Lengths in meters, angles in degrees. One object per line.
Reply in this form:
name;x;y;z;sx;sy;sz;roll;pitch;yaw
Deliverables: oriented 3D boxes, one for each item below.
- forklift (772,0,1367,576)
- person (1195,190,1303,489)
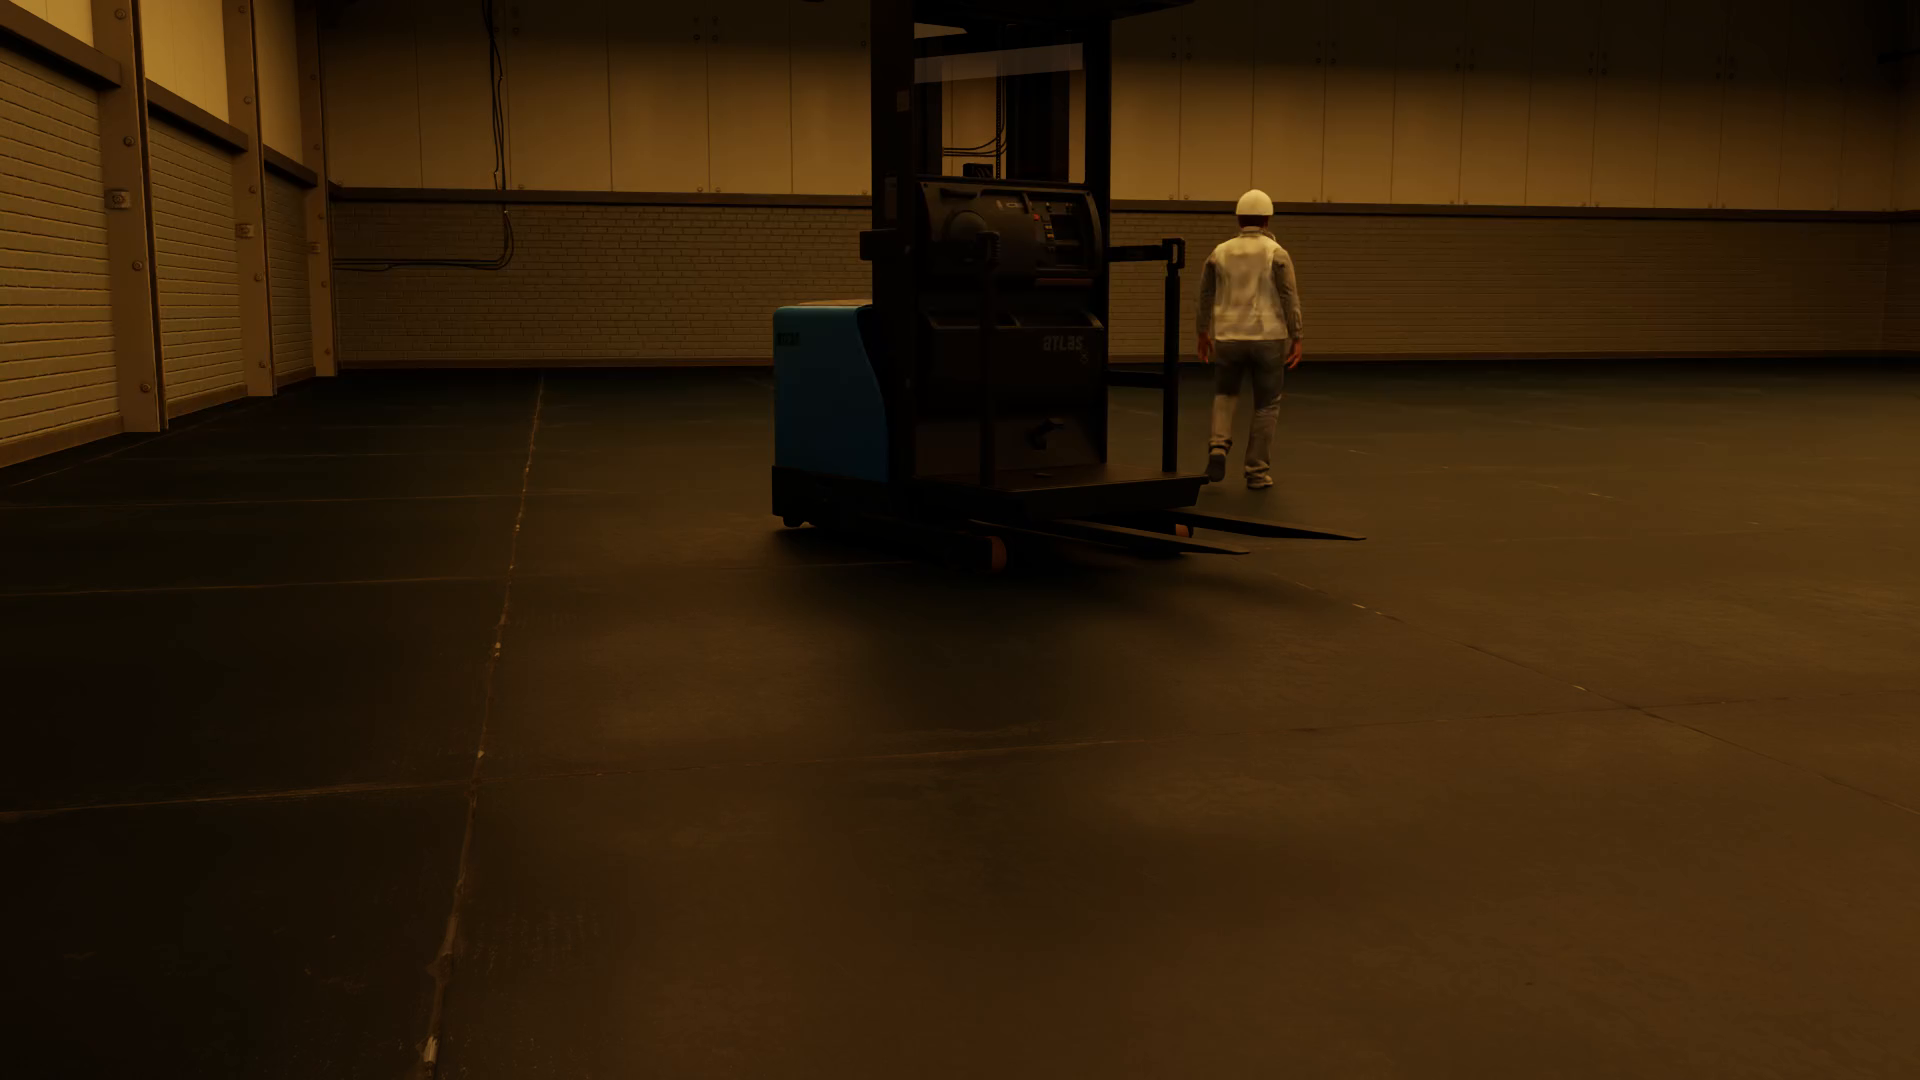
forklift;0.355;-1.383;7.015;1.130;2.935;3.031;-6;10;-35
person;1.740;-1.199;9.946;0.662;1.754;0.479;4;9;24
